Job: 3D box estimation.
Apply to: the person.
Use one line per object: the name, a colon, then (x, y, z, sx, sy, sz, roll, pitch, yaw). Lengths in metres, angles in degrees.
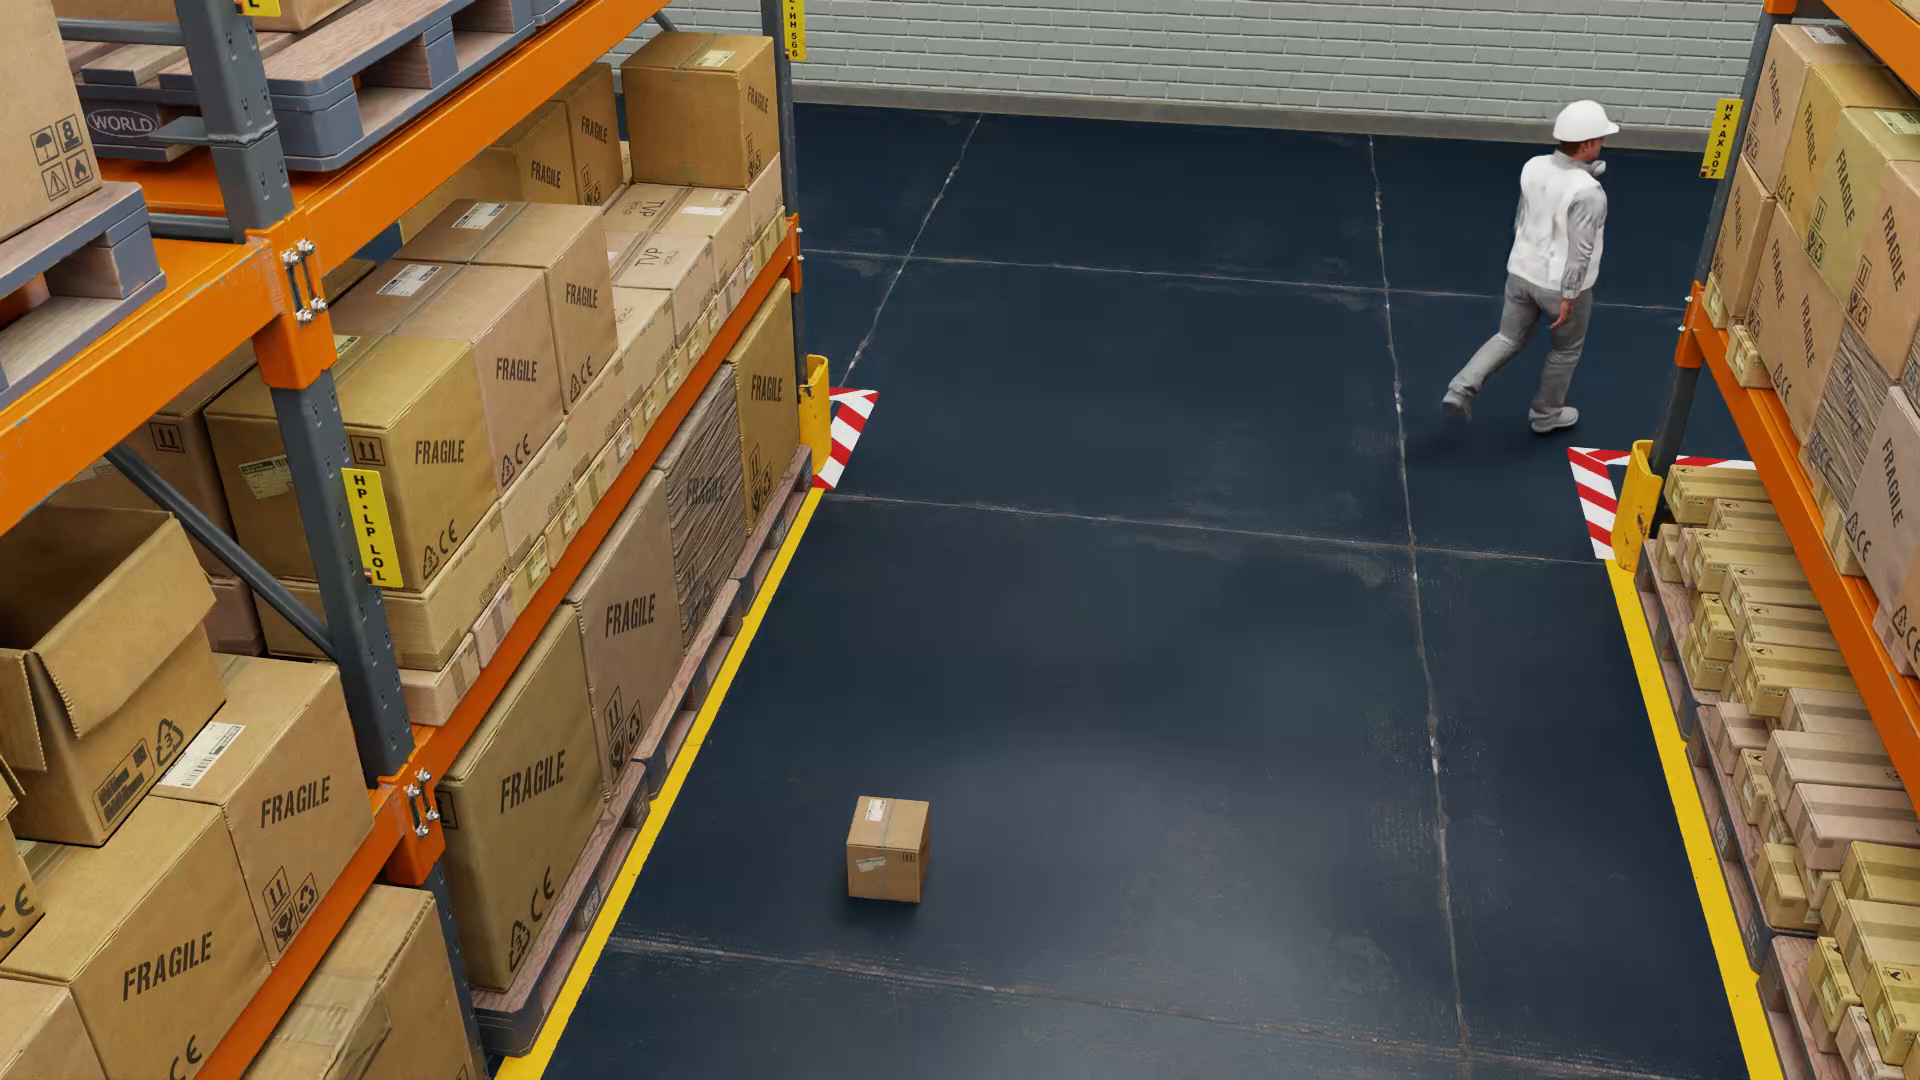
person: (2.858, -1.290, 8.144, 0.836, 1.750, 0.553, -17, 36, -25)
